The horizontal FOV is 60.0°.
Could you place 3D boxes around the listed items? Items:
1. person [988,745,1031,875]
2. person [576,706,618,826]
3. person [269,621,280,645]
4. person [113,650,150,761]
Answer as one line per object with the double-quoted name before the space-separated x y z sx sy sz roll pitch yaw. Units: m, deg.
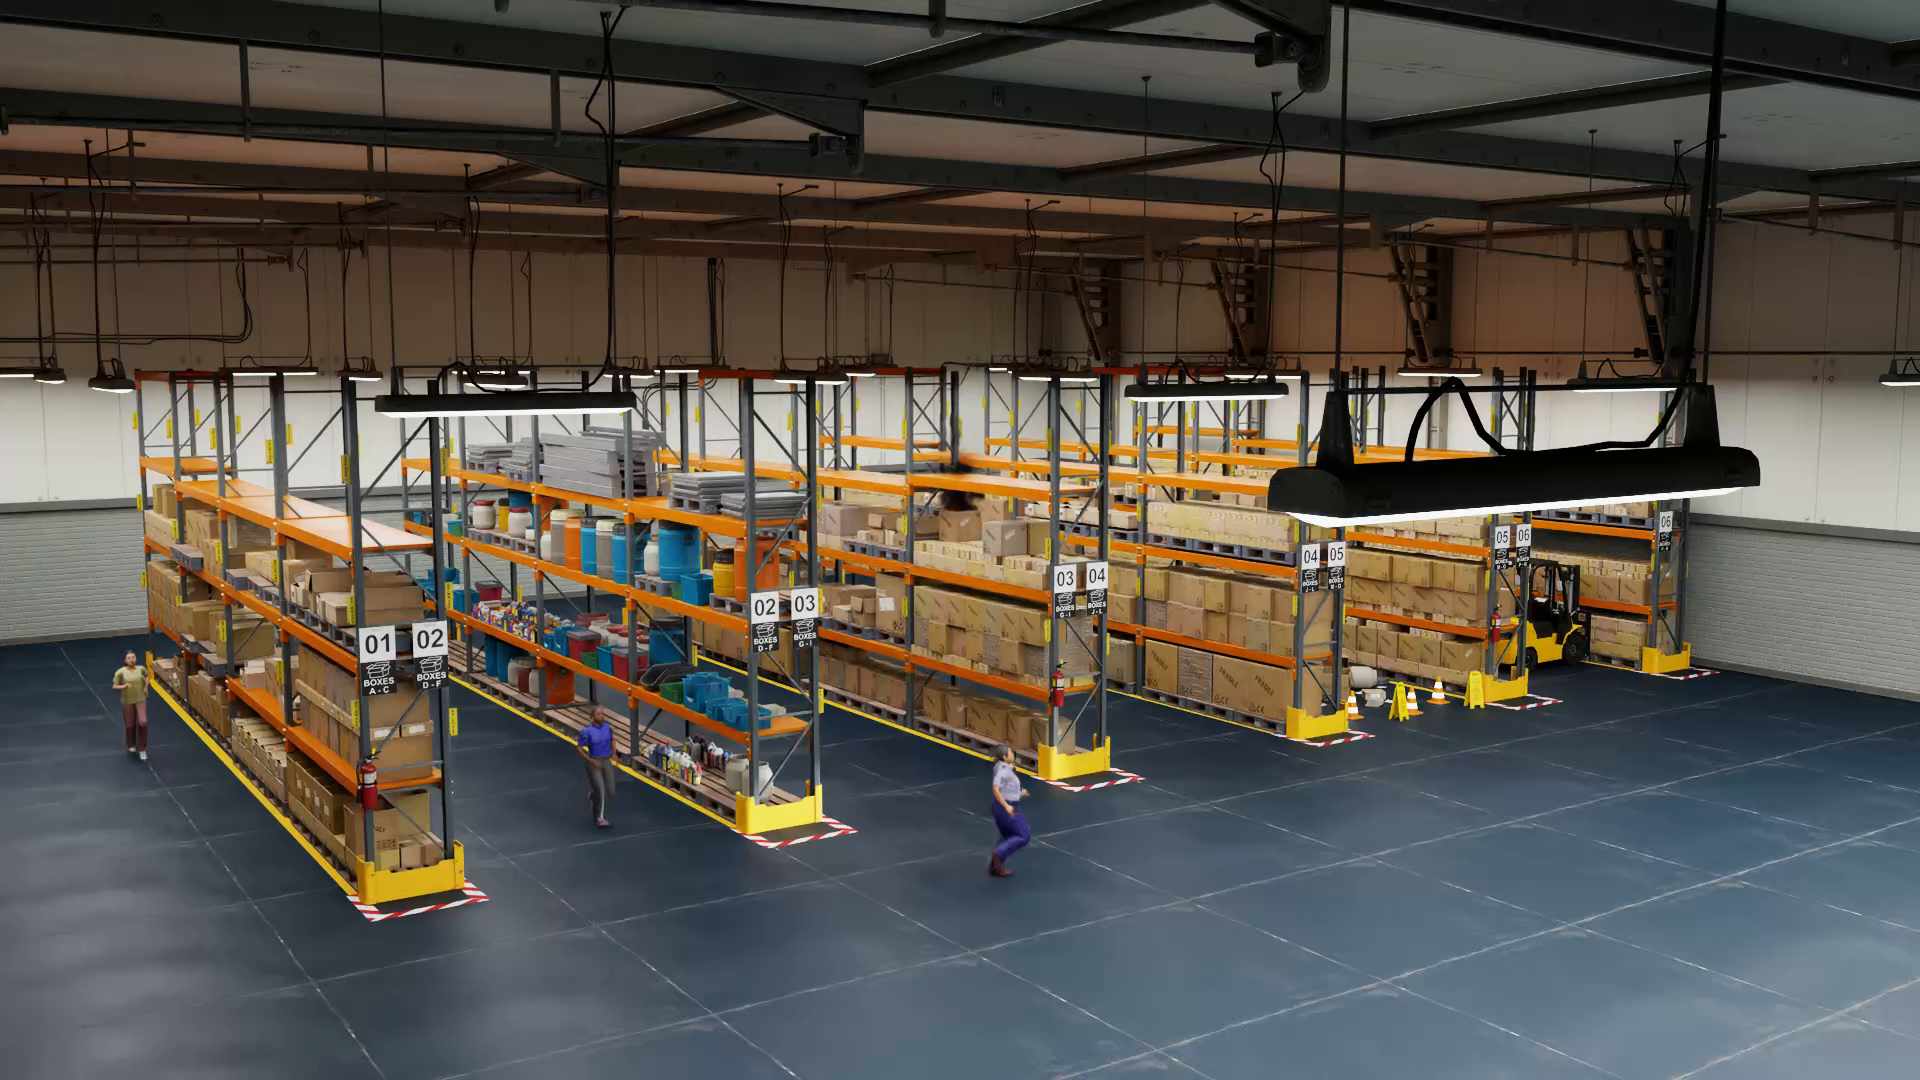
"person" 0.601 3.269 20.127 0.537 1.606 0.606 -1 7 -10
"person" -4.880 3.013 22.357 0.576 1.607 0.621 6 9 42
"person" -14.144 1.667 33.724 0.601 1.712 0.707 2 7 15
"person" -12.920 2.570 25.987 0.559 1.716 0.698 -4 8 -33
